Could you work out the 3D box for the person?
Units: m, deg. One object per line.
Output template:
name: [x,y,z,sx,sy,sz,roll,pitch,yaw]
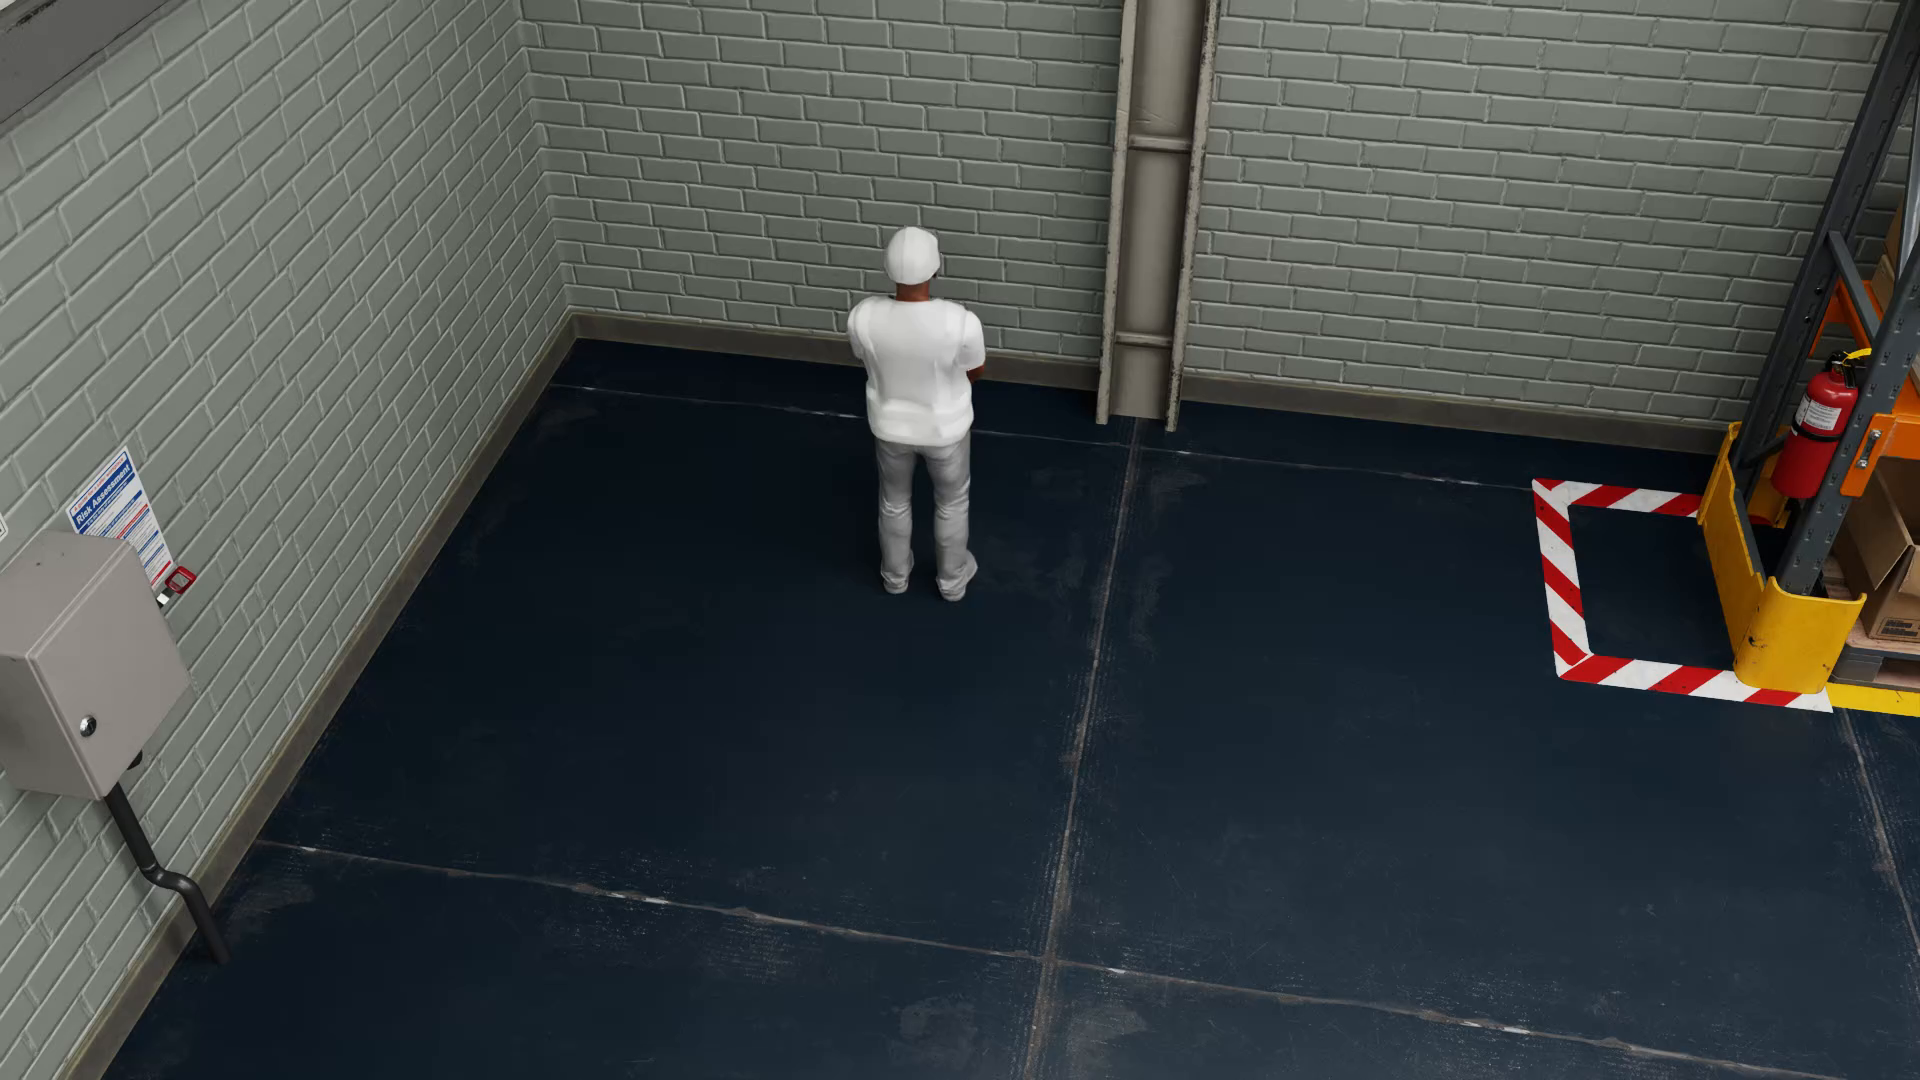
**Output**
person: [-0.149,-0.543,6.777,0.528,1.769,0.567,6,41,7]
